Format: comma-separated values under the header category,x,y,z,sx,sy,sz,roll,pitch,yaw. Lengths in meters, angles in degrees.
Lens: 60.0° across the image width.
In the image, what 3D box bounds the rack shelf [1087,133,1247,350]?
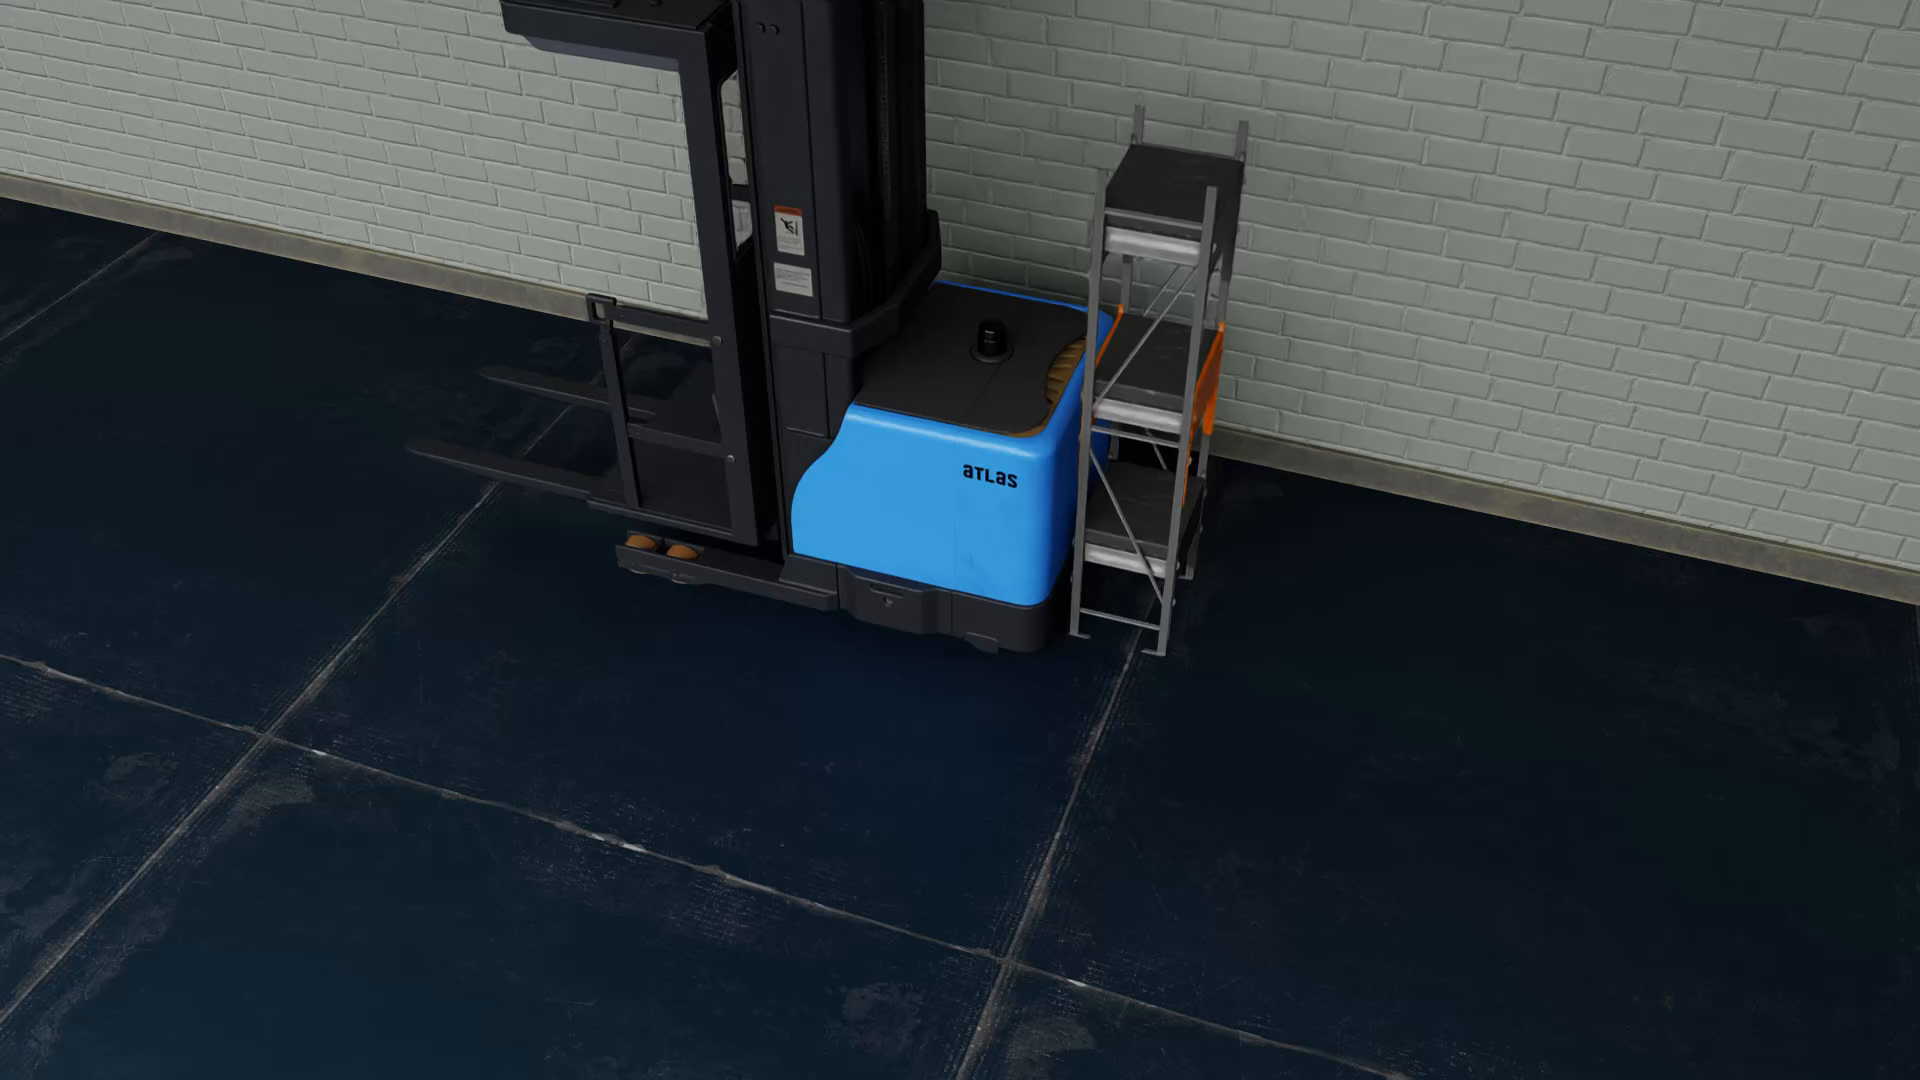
category,x,y,z,sx,sy,sz,roll,pitch,yaw
rack shelf,0.719,-1.045,5.799,0.431,0.518,0.480,13,42,15

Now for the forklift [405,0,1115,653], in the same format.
category,x,y,z,sx,sy,sz,roll,pitch,yaw
forklift,-0.931,-1.239,6.444,3.031,2.935,1.130,13,42,15

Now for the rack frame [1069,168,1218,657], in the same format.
category,x,y,z,sx,sy,sz,roll,pitch,yaw
rack frame,0.639,-0.373,6.069,0.400,2.100,0.015,13,42,15

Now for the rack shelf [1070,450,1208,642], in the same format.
category,x,y,z,sx,sy,sz,roll,pitch,yaw
rack shelf,0.719,0.020,6.708,0.431,0.518,0.480,13,42,15

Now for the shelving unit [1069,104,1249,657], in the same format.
category,x,y,z,sx,sy,sz,roll,pitch,yaw
shelving unit,0.719,-0.523,6.245,0.431,2.100,0.503,13,42,15

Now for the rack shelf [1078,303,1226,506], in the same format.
category,x,y,z,sx,sy,sz,roll,pitch,yaw
rack shelf,0.719,-0.512,6.254,0.431,0.518,0.480,13,42,15

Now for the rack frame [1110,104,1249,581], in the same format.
category,x,y,z,sx,sy,sz,roll,pitch,yaw
rack frame,0.799,-0.672,6.420,0.400,2.100,0.015,13,42,15
